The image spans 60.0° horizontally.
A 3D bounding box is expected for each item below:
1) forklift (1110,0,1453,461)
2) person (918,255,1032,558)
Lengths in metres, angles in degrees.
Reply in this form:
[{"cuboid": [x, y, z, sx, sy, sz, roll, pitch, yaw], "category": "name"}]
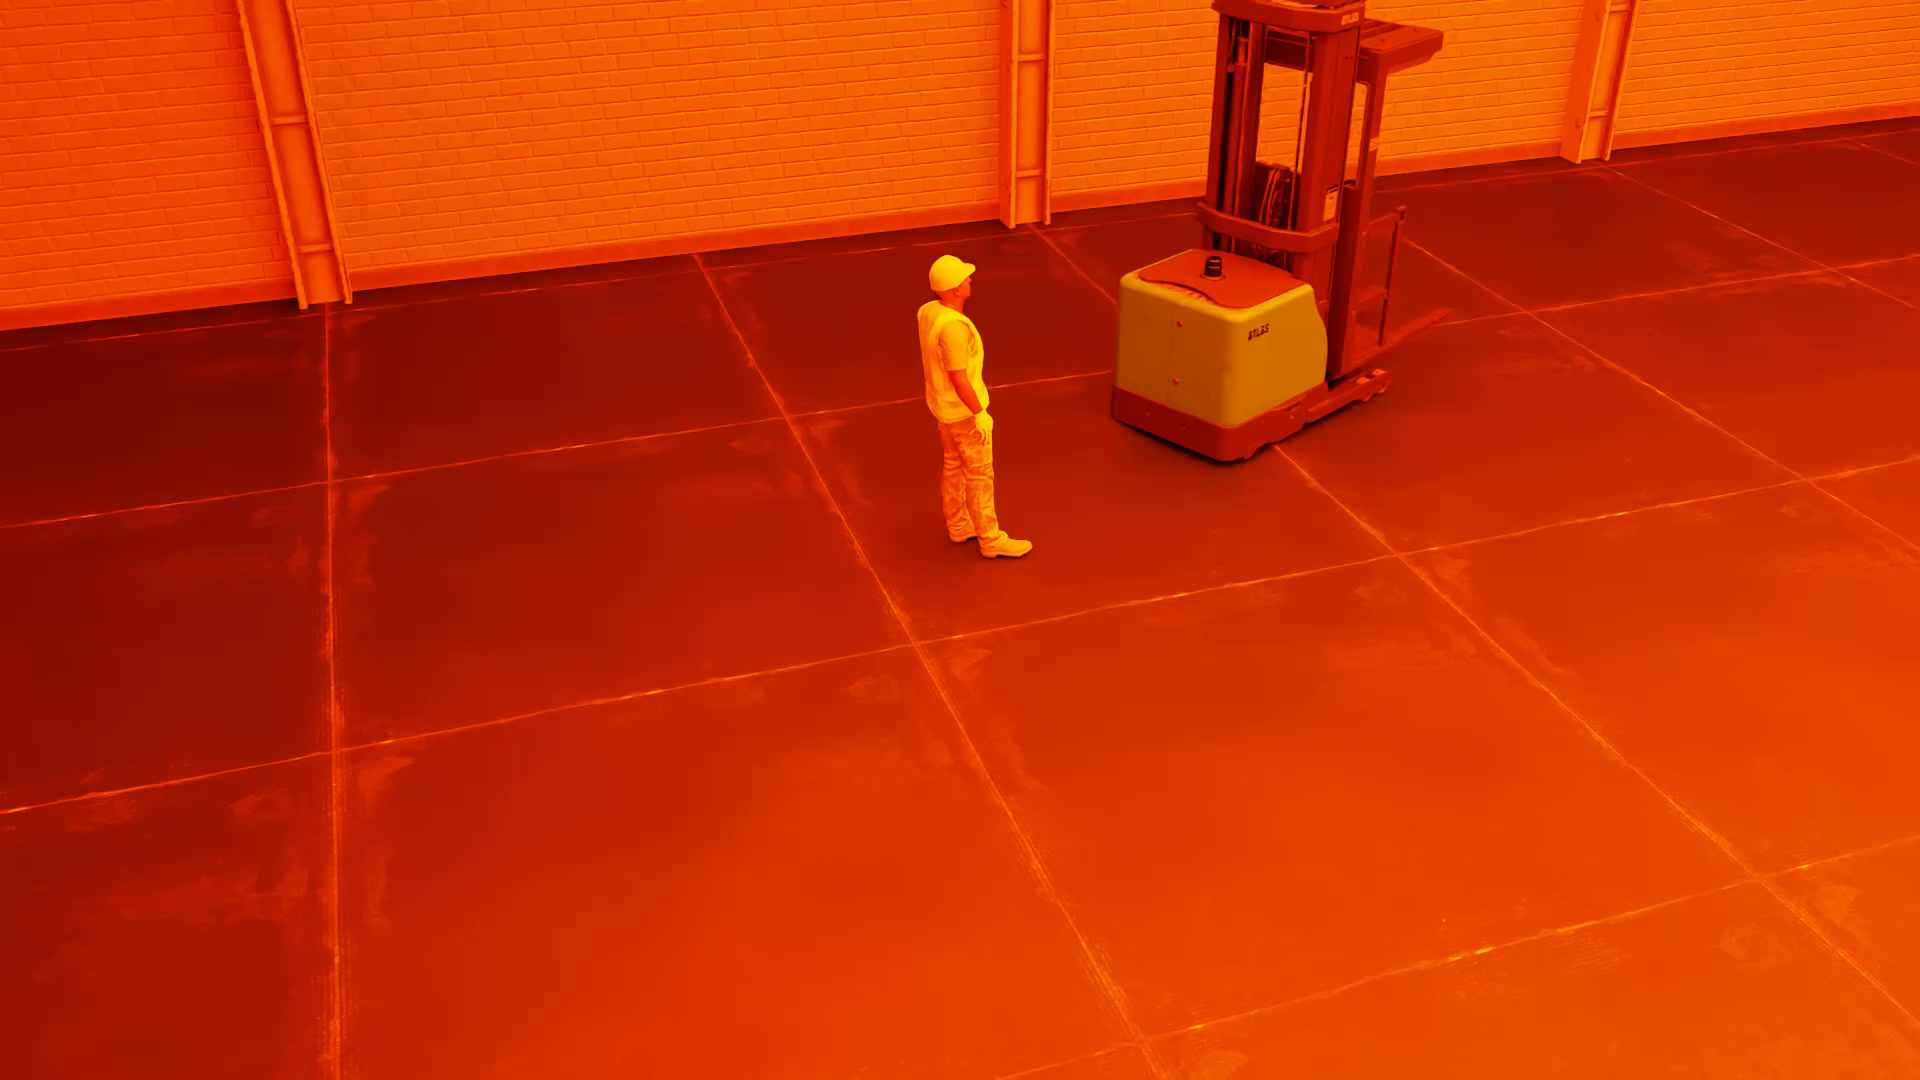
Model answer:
[{"cuboid": [2.431, -2.414, 11.282, 3.031, 2.935, 1.130, -26, 39, -38], "category": "forklift"}, {"cuboid": [0.071, -0.786, 9.590, 0.577, 1.782, 0.656, -10, 31, -16], "category": "person"}]
